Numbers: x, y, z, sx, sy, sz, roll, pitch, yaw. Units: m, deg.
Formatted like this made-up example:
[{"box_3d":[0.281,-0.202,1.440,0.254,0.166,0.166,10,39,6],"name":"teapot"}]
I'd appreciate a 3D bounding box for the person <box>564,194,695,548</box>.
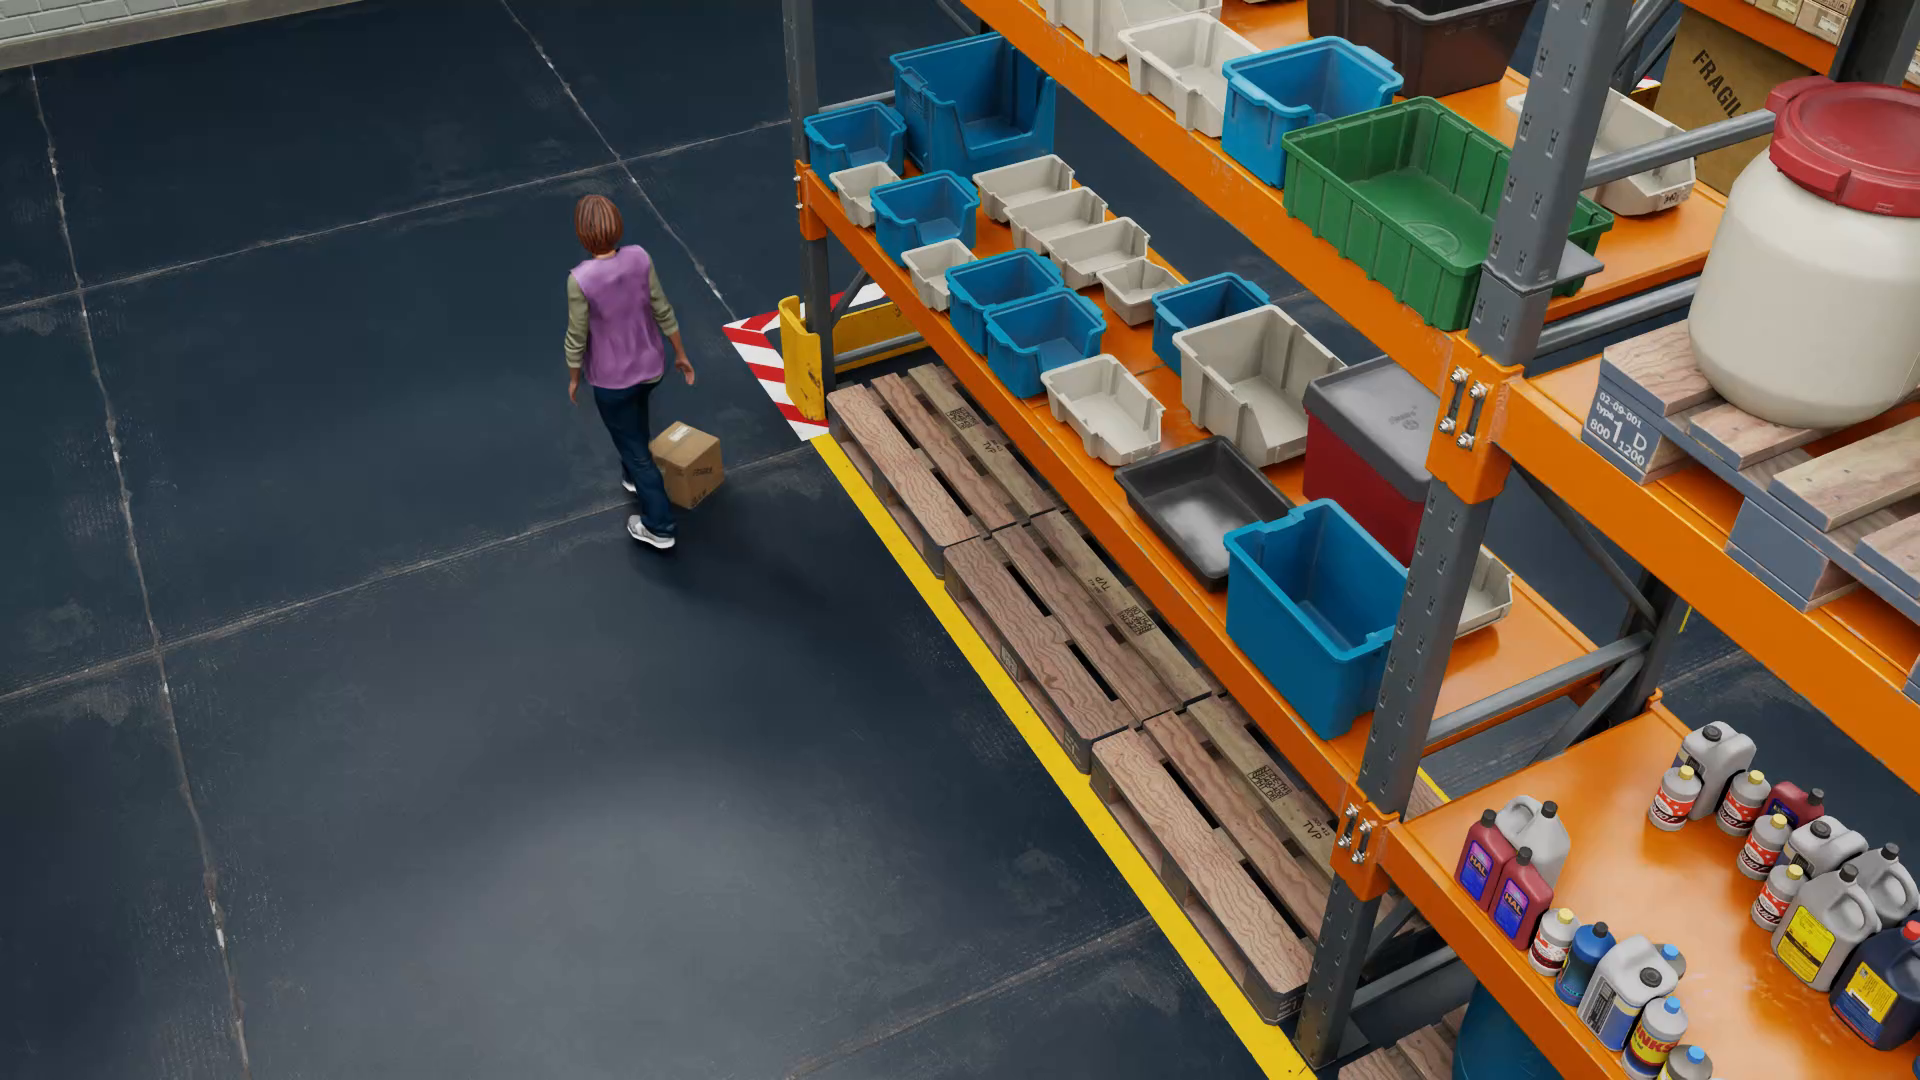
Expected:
[{"box_3d":[-1.396,-0.694,6.960,0.485,1.634,0.633,-30,50,-29],"name":"person"}]
